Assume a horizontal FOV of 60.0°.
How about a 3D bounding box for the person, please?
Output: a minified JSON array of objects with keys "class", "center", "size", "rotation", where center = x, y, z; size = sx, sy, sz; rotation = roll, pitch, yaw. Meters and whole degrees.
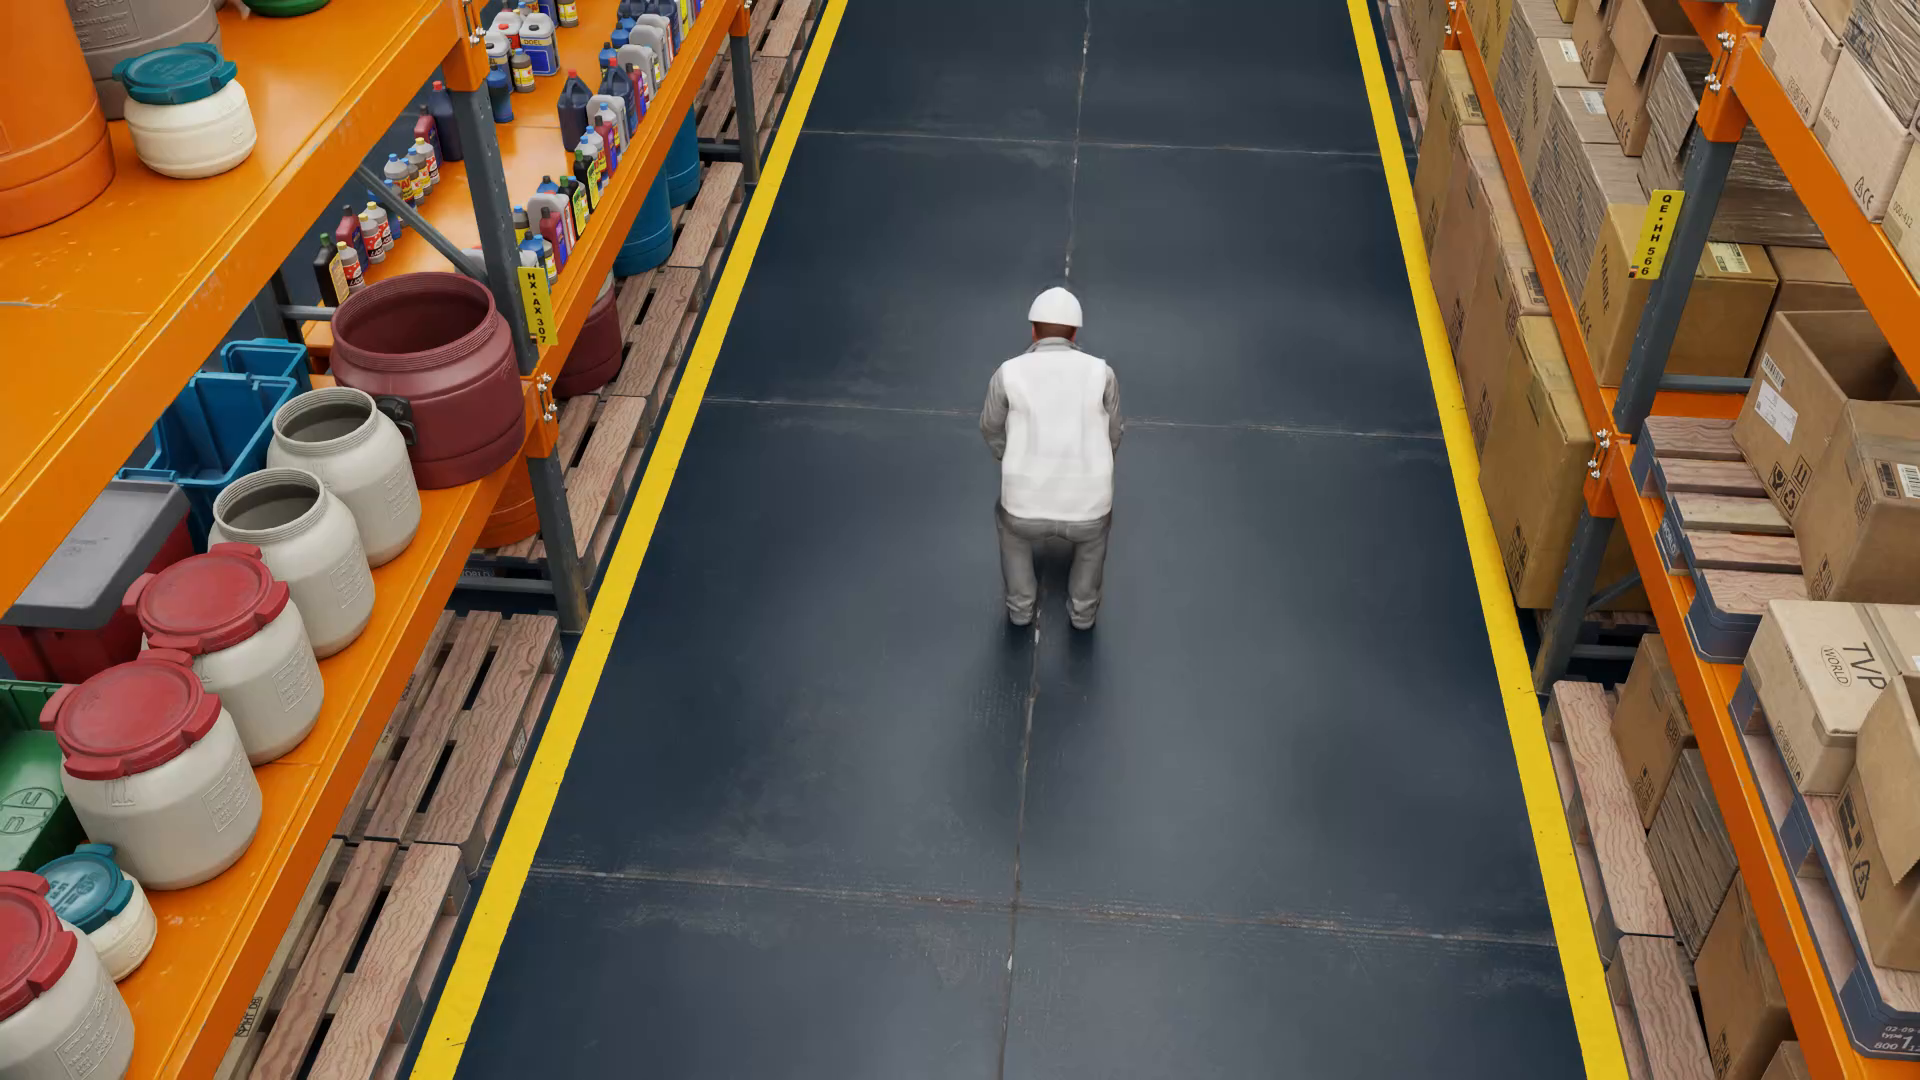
[{"class":"person","center":[0.364,-0.287,6.804],"size":[0.590,1.363,0.797],"rotation":[3,40,4]}]
